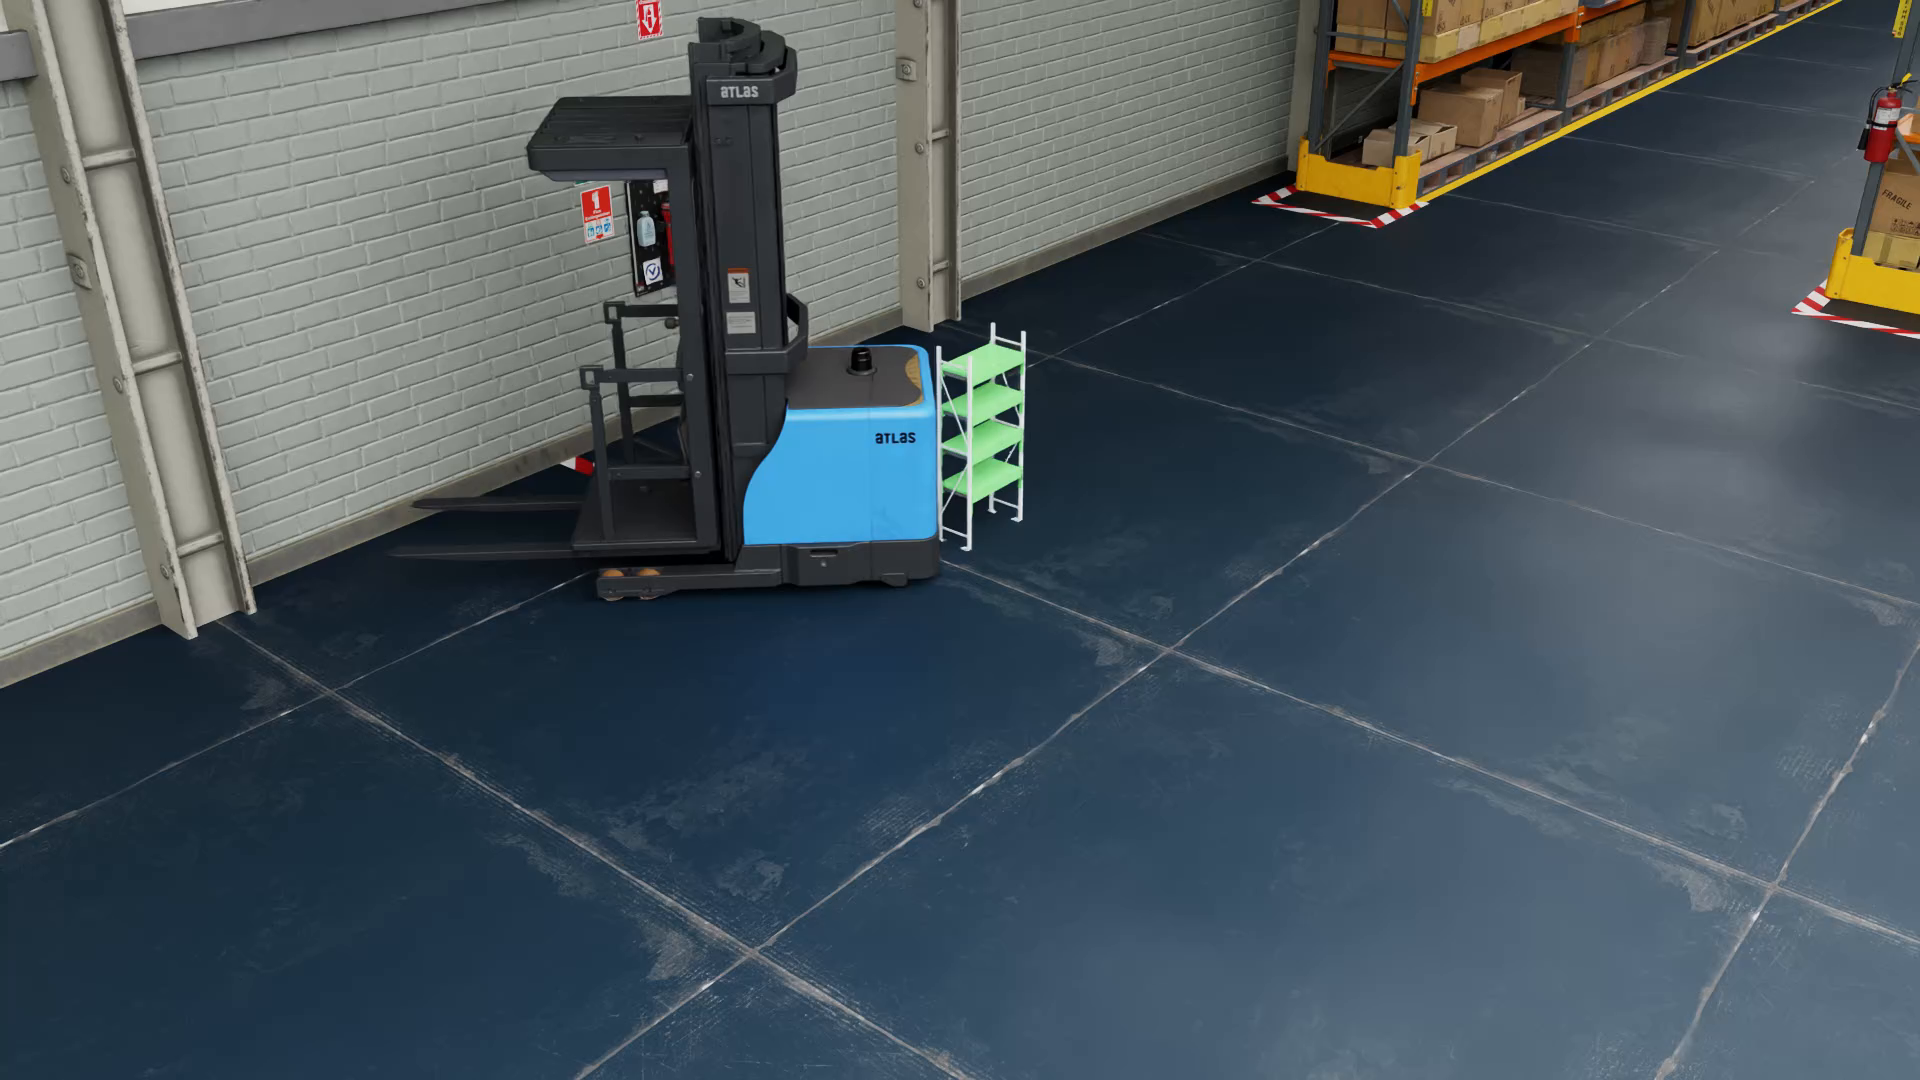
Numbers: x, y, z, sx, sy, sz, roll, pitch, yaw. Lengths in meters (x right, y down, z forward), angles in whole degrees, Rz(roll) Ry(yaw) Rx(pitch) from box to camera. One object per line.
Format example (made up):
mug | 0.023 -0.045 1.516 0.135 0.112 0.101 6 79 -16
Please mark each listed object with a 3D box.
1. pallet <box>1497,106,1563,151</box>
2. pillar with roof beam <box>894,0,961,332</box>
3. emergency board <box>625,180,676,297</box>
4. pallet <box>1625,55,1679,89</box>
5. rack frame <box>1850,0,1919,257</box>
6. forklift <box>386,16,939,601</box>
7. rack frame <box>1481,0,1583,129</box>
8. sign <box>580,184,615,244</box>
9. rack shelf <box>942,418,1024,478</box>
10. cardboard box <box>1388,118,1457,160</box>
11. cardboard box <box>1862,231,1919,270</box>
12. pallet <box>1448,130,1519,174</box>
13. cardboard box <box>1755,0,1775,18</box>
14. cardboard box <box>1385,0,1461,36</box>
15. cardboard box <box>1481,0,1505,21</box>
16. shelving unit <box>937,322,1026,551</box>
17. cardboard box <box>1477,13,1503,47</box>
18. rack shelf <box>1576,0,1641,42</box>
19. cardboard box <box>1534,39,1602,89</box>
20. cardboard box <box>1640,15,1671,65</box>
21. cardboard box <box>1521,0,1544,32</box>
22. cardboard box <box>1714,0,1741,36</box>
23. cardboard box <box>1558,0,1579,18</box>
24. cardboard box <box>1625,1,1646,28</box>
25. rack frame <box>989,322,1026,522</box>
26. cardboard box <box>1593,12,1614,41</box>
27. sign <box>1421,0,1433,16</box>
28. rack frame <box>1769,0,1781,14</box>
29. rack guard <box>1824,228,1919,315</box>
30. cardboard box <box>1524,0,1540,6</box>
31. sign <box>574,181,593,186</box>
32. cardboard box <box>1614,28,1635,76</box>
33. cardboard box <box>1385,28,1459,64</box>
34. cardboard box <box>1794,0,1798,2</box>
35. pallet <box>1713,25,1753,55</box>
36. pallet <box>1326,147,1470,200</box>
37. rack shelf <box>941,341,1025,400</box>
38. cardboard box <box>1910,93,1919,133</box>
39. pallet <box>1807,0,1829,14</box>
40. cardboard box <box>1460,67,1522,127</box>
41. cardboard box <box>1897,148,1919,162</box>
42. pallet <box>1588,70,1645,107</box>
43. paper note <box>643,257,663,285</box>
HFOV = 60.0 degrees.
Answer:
pallet | 5.953 -4.607 18.426 1.003 0.211 1.213 21 34 34
pillar with roof beam | 3.092 -4.456 8.570 9.100 9.000 0.400 21 34 34
emergency board | -1.831 -2.185 10.709 0.194 1.169 0.643 21 34 34
pallet | 8.399 -5.997 21.113 1.003 0.211 1.213 21 34 34
rack frame | 7.633 -3.230 12.728 1.000 3.000 0.127 21 34 34
forklift | -1.655 -1.220 8.919 3.031 2.935 1.130 -2 27 -3
rack frame | 6.353 -6.094 18.266 1.000 3.000 0.127 21 34 34
sign | -2.263 -2.035 10.380 0.001 0.329 0.234 21 34 34
rack shelf | 0.121 -0.537 9.620 0.258 0.148 0.480 20 34 34
cardboard box | 4.681 -4.098 16.855 0.500 0.311 0.500 24 36 38
cardboard box | 7.747 -2.471 13.798 0.500 0.250 0.500 21 34 34
pallet | 5.177 -4.173 17.586 1.003 0.211 1.213 21 34 34
cardboard box | 11.128 -7.894 23.627 0.750 0.750 0.750 21 34 35
cardboard box | 4.344 -5.033 15.539 0.500 0.500 0.500 21 34 34
cardboard box | 5.000 -5.387 16.223 0.500 0.500 0.500 19 33 33
shelving unit | 0.121 -0.593 9.591 0.258 1.200 0.503 20 34 34
cardboard box | 5.012 -5.066 16.419 0.500 0.250 0.500 20 34 34
rack shelf | 7.625 -6.484 19.802 1.077 0.370 4.000 21 34 34
cardboard box | 7.098 -5.643 19.635 0.700 0.500 0.500 20 33 33
cardboard box | 8.479 -6.327 20.958 0.700 0.500 0.500 21 34 35
cardboard box | 5.654 -5.423 17.110 0.500 0.250 0.500 21 34 34
cardboard box | 10.028 -7.275 22.431 0.750 0.750 0.750 21 34 34
cardboard box | 6.285 -5.780 17.800 0.500 0.250 0.500 21 34 35
cardboard box | 8.068 -6.476 20.430 0.500 0.250 0.500 21 34 35
rack frame | 0.275 -0.681 9.760 0.240 1.200 0.015 20 34 34
cardboard box | 7.414 -6.121 19.743 0.500 0.250 0.500 20 33 33
sign | 4.227 -4.902 15.019 0.100 0.325 0.005 21 34 34
rack frame | 11.441 -8.931 23.749 1.000 3.000 0.127 21 34 34
rack guard | 7.618 -2.111 13.286 1.175 0.500 0.348 21 34 34
cardboard box | 5.649 -5.758 16.940 0.500 0.500 0.500 20 33 33
sign | -2.253 -2.269 10.256 0.001 0.109 0.331 21 34 34
cardboard box | 7.768 -5.994 20.314 0.700 0.500 0.500 21 34 34
cardboard box | 4.364 -4.699 15.709 0.500 0.250 0.500 20 33 33
cardboard box | 12.318 -8.419 25.024 0.700 0.500 0.500 20 34 34
pallet | 10.233 -6.962 22.978 1.003 0.211 1.213 21 34 34
pallet | 4.401 -3.742 16.754 1.003 0.211 1.213 21 34 34
rack shelf | 0.121 -0.963 9.400 0.258 0.148 0.480 20 34 34
cardboard box | 7.940 -3.436 13.018 0.700 0.500 0.500 21 34 34
pallet | 12.761 -8.373 25.706 1.003 0.211 1.213 21 34 34
cardboard box | 5.724 -4.800 18.005 0.500 0.500 0.500 18 32 31
cardboard box | 8.370 -3.164 14.321 0.500 0.500 0.500 21 34 34
pallet | 7.623 -5.567 20.281 1.003 0.211 1.213 21 34 34
paper note | -1.997 -1.751 10.829 0.016 0.148 0.142 21 34 34
